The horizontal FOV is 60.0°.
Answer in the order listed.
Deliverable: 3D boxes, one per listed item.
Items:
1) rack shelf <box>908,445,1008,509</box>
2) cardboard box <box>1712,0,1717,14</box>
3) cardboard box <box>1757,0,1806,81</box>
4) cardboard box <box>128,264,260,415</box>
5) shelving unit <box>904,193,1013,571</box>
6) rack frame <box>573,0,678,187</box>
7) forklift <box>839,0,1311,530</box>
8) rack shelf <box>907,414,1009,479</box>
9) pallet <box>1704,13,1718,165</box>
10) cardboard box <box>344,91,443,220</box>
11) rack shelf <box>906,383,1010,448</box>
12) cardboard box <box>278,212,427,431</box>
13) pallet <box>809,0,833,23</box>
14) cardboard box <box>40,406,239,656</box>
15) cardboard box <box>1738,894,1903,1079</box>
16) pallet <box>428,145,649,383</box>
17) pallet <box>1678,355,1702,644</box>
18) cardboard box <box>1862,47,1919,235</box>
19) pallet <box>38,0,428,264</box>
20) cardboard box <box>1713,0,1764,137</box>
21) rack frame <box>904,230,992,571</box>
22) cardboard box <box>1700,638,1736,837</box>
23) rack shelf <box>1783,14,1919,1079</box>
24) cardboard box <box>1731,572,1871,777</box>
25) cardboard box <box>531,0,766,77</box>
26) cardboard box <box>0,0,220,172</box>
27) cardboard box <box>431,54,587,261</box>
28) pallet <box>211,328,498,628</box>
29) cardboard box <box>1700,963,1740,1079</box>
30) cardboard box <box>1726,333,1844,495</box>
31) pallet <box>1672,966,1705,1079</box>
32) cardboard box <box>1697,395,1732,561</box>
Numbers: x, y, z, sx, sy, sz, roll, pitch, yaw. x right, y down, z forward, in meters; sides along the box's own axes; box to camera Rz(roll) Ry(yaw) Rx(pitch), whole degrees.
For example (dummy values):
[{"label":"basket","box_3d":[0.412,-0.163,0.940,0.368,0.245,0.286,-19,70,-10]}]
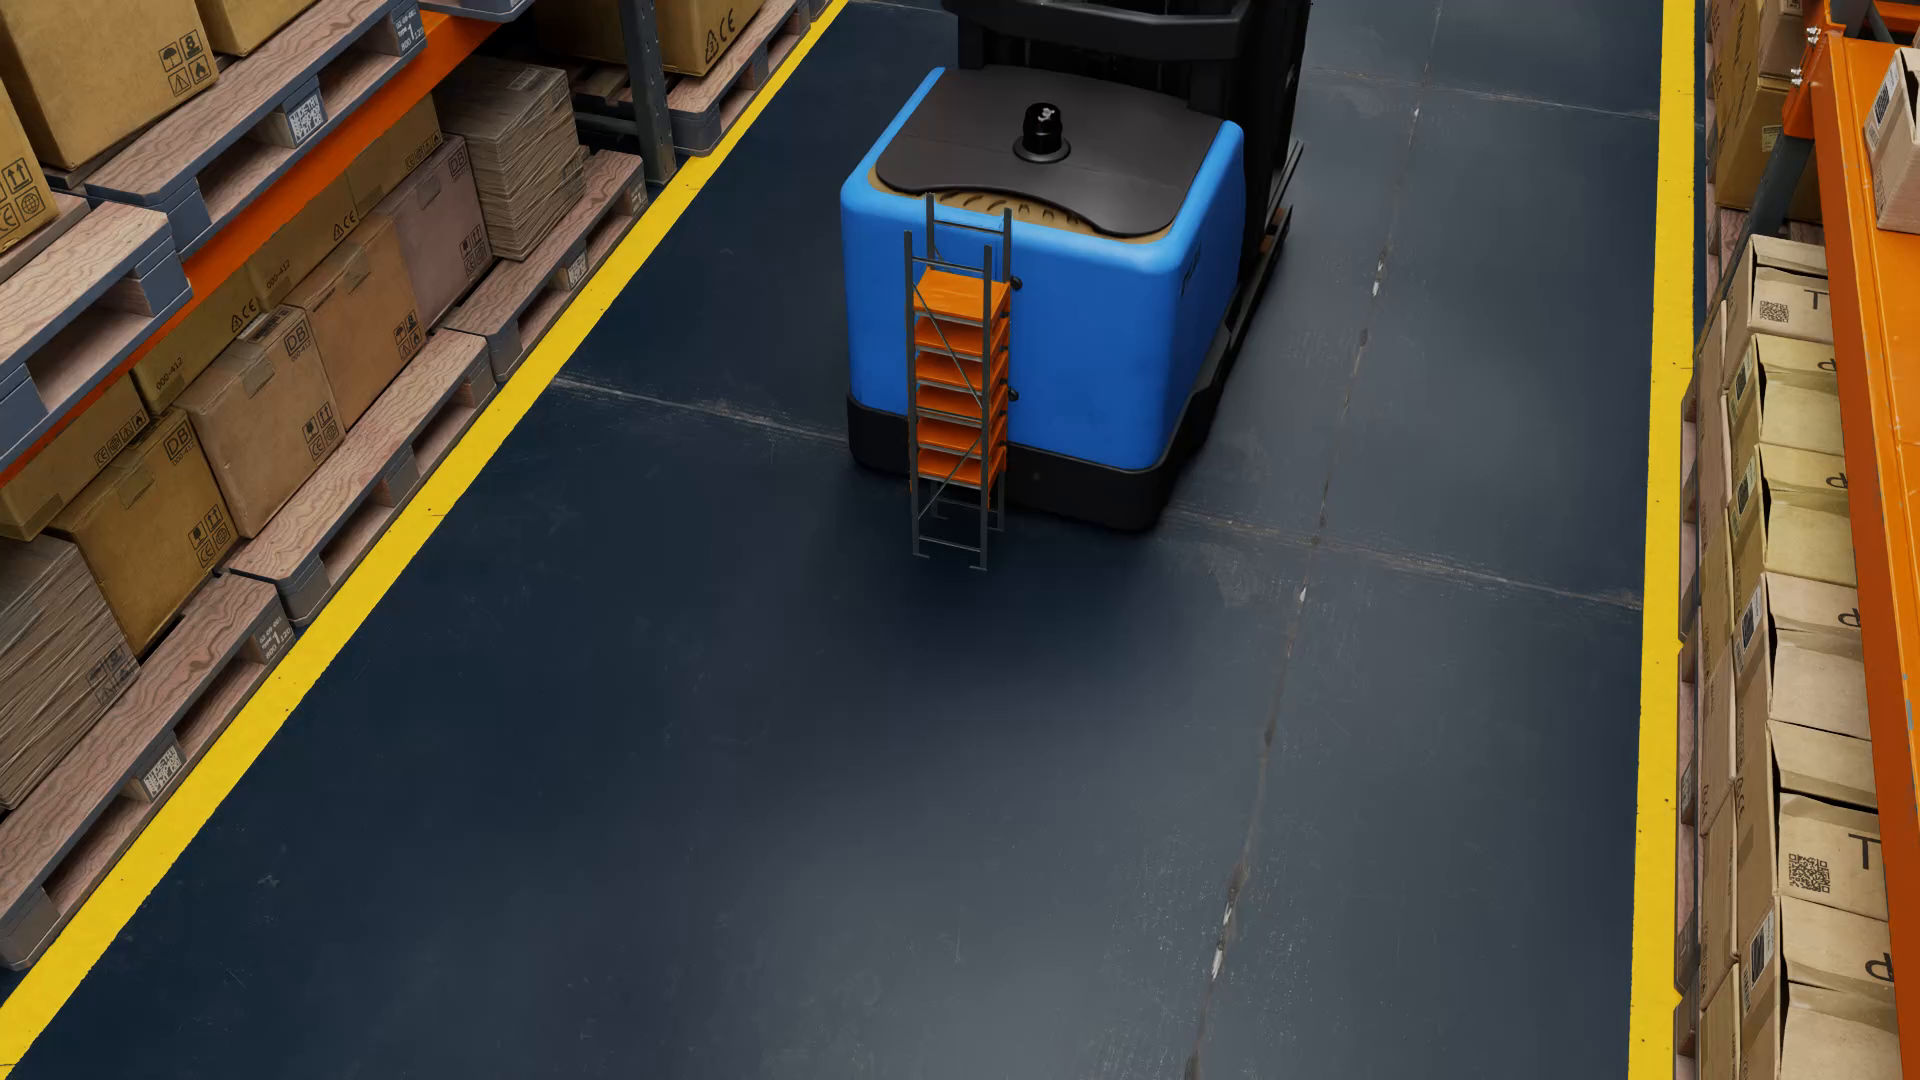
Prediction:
[{"label":"rack shelf","box_3d":[-0.004,-0.216,5.019,0.258,0.103,0.180,13,46,12]},{"label":"cardboard box","box_3d":[3.598,-2.564,7.199,0.500,0.500,0.500,13,46,13]},{"label":"cardboard box","box_3d":[3.147,-1.838,5.920,0.500,0.250,0.500,14,46,14]},{"label":"cardboard box","box_3d":[-2.368,-0.643,4.699,0.500,0.250,0.500,11,46,11]},{"label":"shelving unit","box_3d":[-0.004,-0.419,4.820,0.258,1.200,0.189,13,46,13]},{"label":"rack frame","box_3d":[-1.648,-2.641,5.804,1.000,3.000,0.127,13,46,13]},{"label":"forklift","box_3d":[0.628,-2.126,5.327,1.130,2.935,3.031,15,46,14]},{"label":"rack shelf","box_3d":[-0.004,-0.302,4.936,0.258,0.103,0.180,13,46,12]},{"label":"pallet","box_3d":[3.708,-1.898,7.039,1.003,0.211,1.213,13,46,13]},{"label":"cardboard box","box_3d":[-2.048,-1.315,5.386,0.500,0.250,0.500,13,46,13]},{"label":"rack shelf","box_3d":[-0.004,-0.387,4.852,0.258,0.103,0.180,13,46,12]},{"label":"cardboard box","box_3d":[-2.206,-0.758,5.353,0.700,0.500,0.500,12,46,12]},{"label":"pallet","box_3d":[-0.966,-2.965,8.129,1.003,0.211,1.213,13,46,13]},{"label":"cardboard box","box_3d":[-2.543,-0.088,4.668,0.700,0.500,0.500,12,46,12]},{"label":"cardboard box","box_3d":[1.864,1.025,3.322,0.500,0.311,0.500,14,46,14]},{"label":"pallet","box_3d":[-1.886,-1.124,6.248,1.003,0.211,1.213,13,46,13]},{"label":"pallet","box_3d":[2.788,-0.057,5.158,1.003,0.211,1.213,13,46,13]},{"label":"cardboard box","box_3d":[2.619,-1.008,4.199,0.500,0.311,0.500,12,46,12]},{"label":"pallet","box_3d":[-2.208,-1.245,4.514,1.003,0.211,1.213,13,46,13]},{"label":"cardboard box","box_3d":[3.291,-1.876,6.495,0.500,0.500,0.500,11,45,11]},{"label":"rack frame","box_3d":[-0.032,-0.358,4.758,0.240,1.200,0.006,13,46,13]},{"label":"cardboard box","box_3d":[2.177,0.550,4.209,0.500,0.250,0.500,13,46,13]},{"label":"rack shelf","box_3d":[2.469,-0.004,3.624,1.077,0.370,4.000,13,46,13]},{"label":"cardboard box","box_3d":[2.173,0.359,4.003,0.500,0.311,0.500,12,46,12]},{"label":"cardboard box","box_3d":[-1.300,-2.485,6.882,0.750,0.750,0.750,12,46,12]},{"label":"cardboard box","box_3d":[-2.327,-1.317,4.065,0.700,0.500,0.500,19,47,18]},{"label":"cardboard box","box_3d":[-1.816,-1.414,6.023,0.700,0.500,0.500,13,46,13]},{"label":"pallet","box_3d":[-2.257,-0.314,5.419,1.003,0.211,1.213,13,46,13]},{"label":"cardboard box","box_3d":[1.867,1.230,3.514,0.500,0.250,0.500,12,46,12]},{"label":"cardboard box","box_3d":[2.485,-0.323,4.701,0.500,0.311,0.500,11,46,12]},{"label":"pallet","box_3d":[2.049,1.569,3.496,1.003,0.211,1.213,13,46,13]},{"label":"cardboard box","box_3d":[2.485,-0.140,4.914,0.500,0.250,0.500,11,46,11]}]
